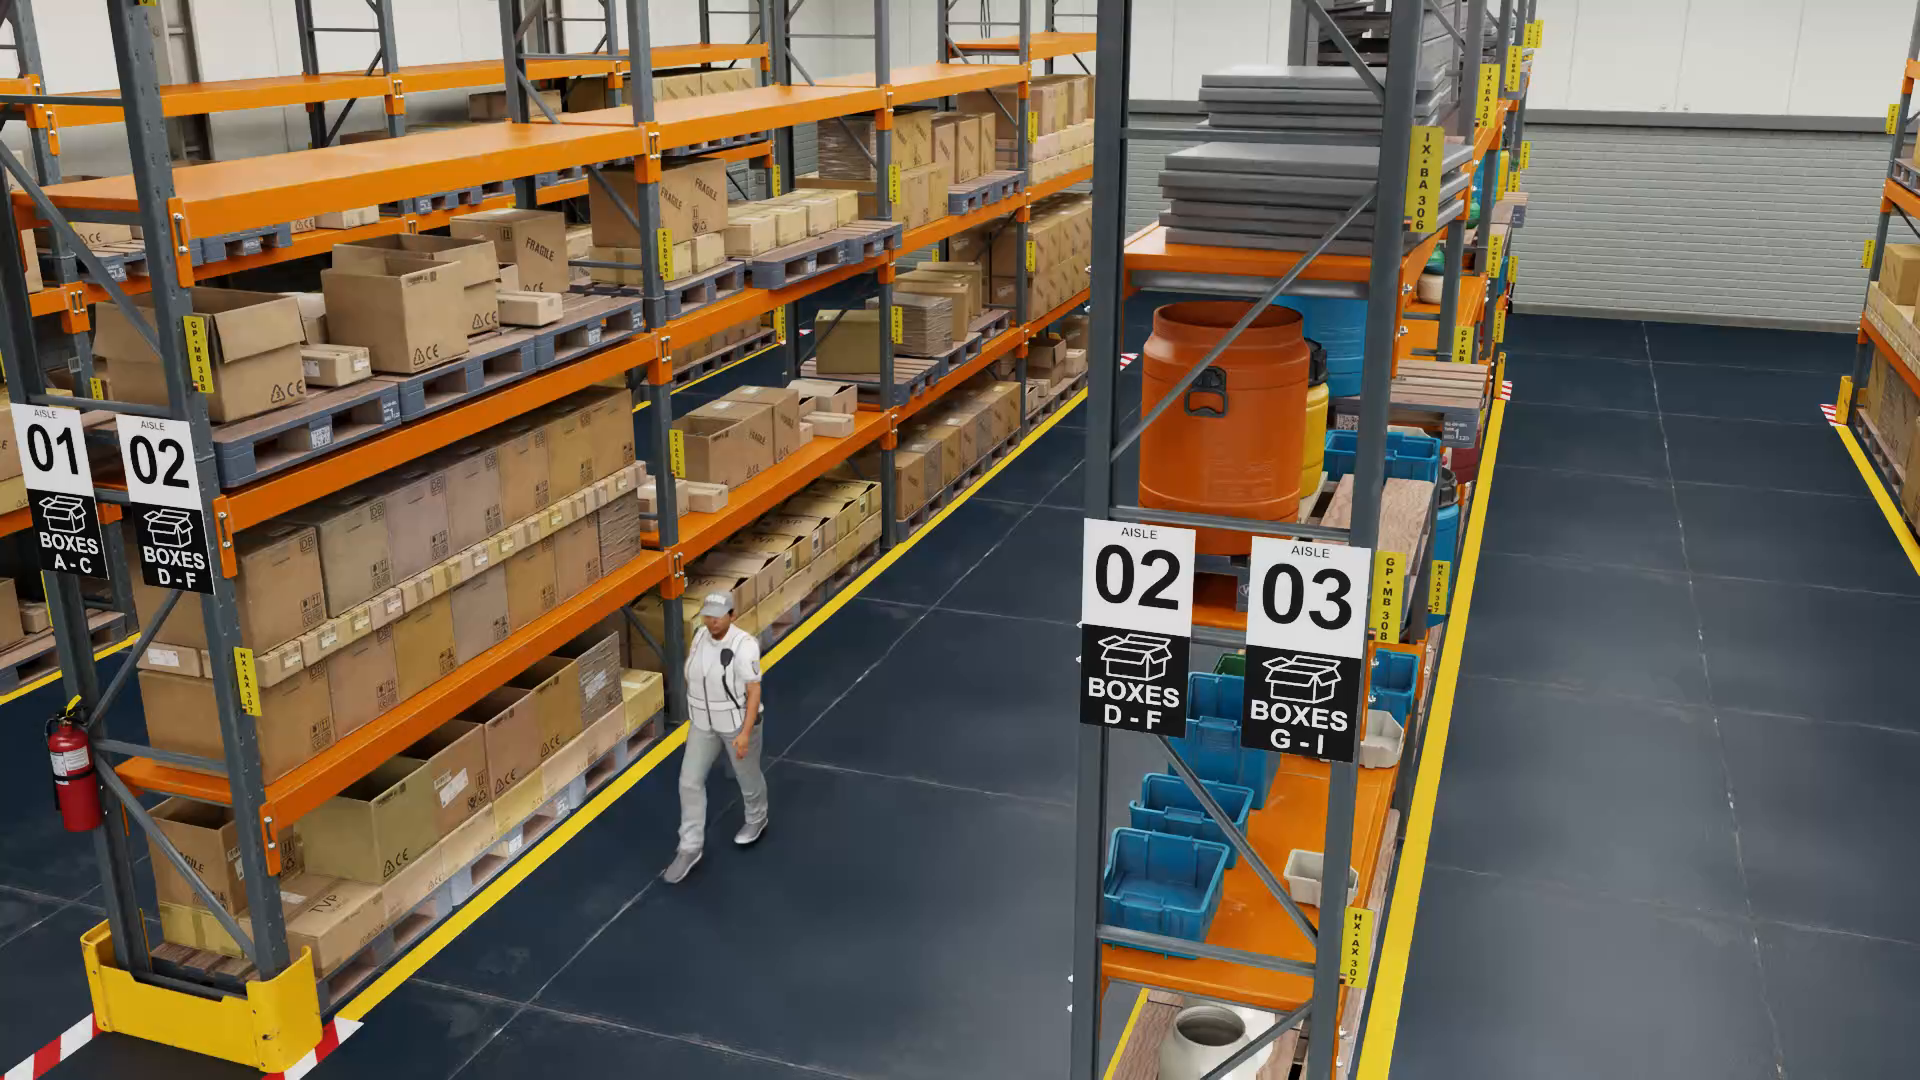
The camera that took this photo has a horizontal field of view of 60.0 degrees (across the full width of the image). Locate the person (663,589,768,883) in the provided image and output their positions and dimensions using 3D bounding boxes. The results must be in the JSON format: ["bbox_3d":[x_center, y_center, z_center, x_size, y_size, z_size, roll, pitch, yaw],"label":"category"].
[{"bbox_3d":[-1.406,1.116,9.693,0.523,1.686,0.786,7,20,19],"label":"person"}]
